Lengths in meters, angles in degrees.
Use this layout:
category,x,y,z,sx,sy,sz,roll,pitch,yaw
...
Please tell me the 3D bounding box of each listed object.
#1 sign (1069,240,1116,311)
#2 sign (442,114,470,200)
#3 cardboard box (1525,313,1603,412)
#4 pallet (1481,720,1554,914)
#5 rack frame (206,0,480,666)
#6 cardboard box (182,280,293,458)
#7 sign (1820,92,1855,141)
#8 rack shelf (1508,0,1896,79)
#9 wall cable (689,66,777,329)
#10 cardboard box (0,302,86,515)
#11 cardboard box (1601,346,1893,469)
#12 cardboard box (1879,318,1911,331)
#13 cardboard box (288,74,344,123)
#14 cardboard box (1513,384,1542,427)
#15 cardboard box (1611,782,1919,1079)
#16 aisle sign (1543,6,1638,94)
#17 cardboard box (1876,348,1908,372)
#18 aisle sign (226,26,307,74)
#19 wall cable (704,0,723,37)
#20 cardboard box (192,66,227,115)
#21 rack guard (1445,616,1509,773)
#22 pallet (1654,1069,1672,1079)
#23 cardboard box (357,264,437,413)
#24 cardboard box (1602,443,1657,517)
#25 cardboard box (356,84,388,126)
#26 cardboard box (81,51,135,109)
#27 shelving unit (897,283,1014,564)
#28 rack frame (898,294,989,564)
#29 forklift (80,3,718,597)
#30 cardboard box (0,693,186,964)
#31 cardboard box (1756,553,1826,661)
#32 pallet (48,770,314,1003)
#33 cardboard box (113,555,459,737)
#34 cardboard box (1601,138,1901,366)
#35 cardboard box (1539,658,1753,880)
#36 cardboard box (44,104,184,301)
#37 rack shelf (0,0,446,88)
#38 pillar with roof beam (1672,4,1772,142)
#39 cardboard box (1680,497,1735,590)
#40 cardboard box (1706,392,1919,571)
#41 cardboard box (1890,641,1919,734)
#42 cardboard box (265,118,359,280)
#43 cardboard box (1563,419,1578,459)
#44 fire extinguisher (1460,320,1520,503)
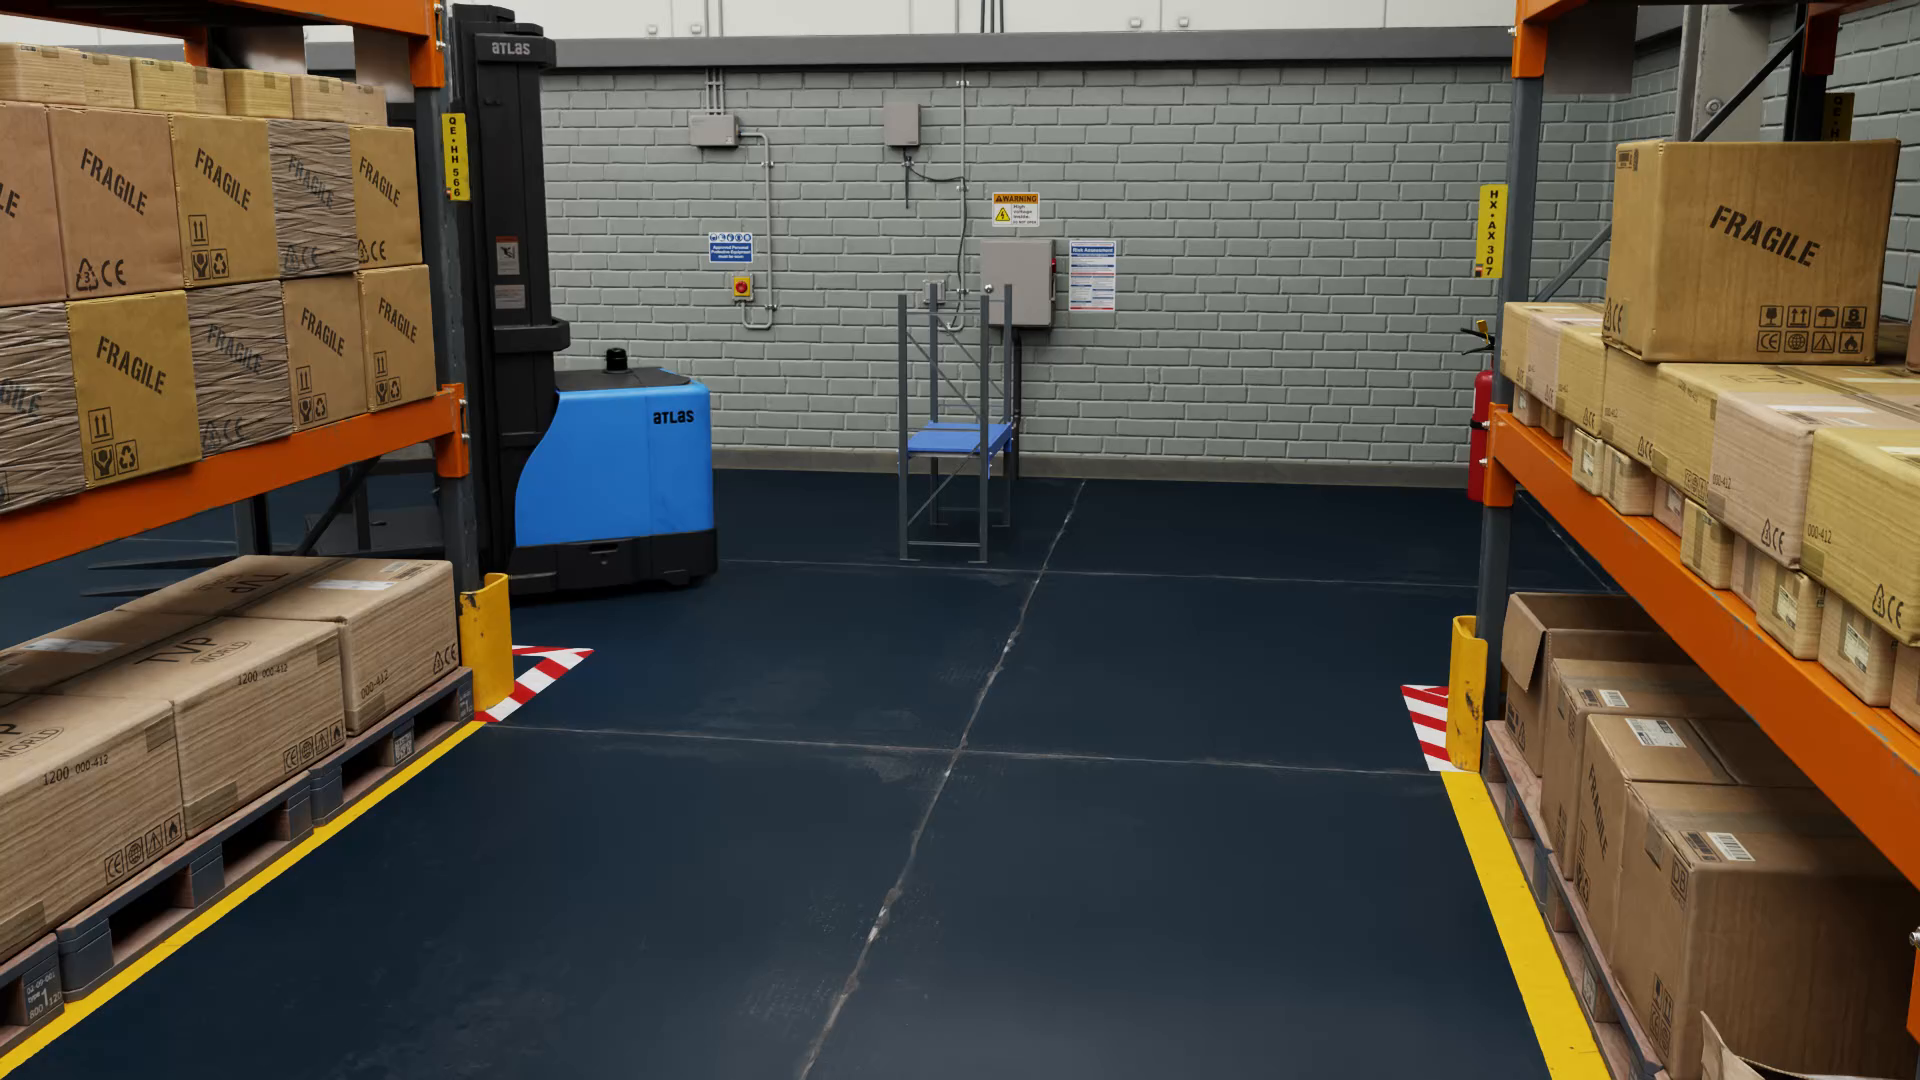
category,x,y,z,sx,sy,sz,roll,pitch,yaw
sign,0.937,-1.871,11.782,0.329,0.494,0.001,2,12,9
sign,-1.946,-1.476,6.411,0.100,0.325,0.005,2,12,9
cardboard box,2.012,-0.536,5.010,0.500,0.250,0.500,2,12,9
pallet,2.292,0.891,5.361,1.003,0.211,1.213,2,12,9
rack frame,-2.480,-0.815,6.653,1.000,3.000,0.127,2,12,9
cardboard box,-2.454,-0.543,5.156,0.500,0.500,0.500,2,12,10
sign,2.970,-1.353,5.652,0.100,0.325,0.005,2,12,9
rack shelf,2.117,-1.353,3.738,1.077,0.370,4.000,2,12,9
wall cable,-1.636,-2.501,11.993,0.585,1.953,0.123,2,12,9
cardboard box,-2.600,-0.328,4.158,0.500,0.500,0.500,2,12,9
cardboard box,1.879,-0.323,4.023,0.500,0.250,0.500,2,12,7
cardboard box,2.536,-0.515,4.913,0.500,0.250,0.500,2,12,9
cardboard box,-2.309,-1.478,5.581,0.380,0.149,0.250,2,12,8
cardboard box,2.103,-0.472,5.661,0.380,0.149,0.250,2,12,8
cardboard box,1.908,0.879,3.730,0.700,0.500,0.500,1,12,7
aisle sign,2.145,-1.949,5.747,0.394,0.787,0.004,2,12,9
cardboard box,2.375,-0.303,3.930,0.500,0.250,0.500,2,12,9
aisle sign,-2.756,-2.110,6.492,0.394,0.787,0.004,2,12,9
wall cable,-1.884,-4.940,11.558,0.463,3.000,0.029,2,12,9
cardboard box,-2.499,-1.375,5.102,0.380,0.149,0.250,2,12,8
rack guard,2.413,0.583,6.100,1.175,0.500,0.348,2,12,9
pallet,1.916,1.398,3.004,1.003,0.211,1.213,2,12,9
cardboard box,-2.293,-0.754,6.137,0.500,0.500,0.500,2,12,9
cardboard box,1.836,-0.150,4.166,0.380,0.149,0.250,2,12,10
cardboard box,-2.337,-1.588,6.092,0.380,0.149,0.250,2,12,9
cardboard box,-2.538,-1.267,4.601,0.380,0.149,0.250,2,12,10
shelving unit,-0.013,-0.715,9.753,0.538,1.500,1.048,2,12,9
rack frame,-0.091,-0.610,9.262,0.500,1.500,0.032,2,12,9
forklift,-2.855,-1.154,8.390,3.031,2.935,1.130,-5,13,-24
cardboard box,-2.756,0.752,4.470,0.875,0.438,0.875,2,12,7
cardboard box,1.644,0.117,2.929,0.380,0.149,0.250,2,12,10
pallet,-2.716,0.971,4.988,1.003,0.211,1.213,2,12,9
cardboard box,-2.483,0.373,6.226,0.875,0.438,0.875,1,12,7
cardboard box,1.859,-0.695,3.969,0.500,0.500,0.500,2,12,10
cardboard box,2.067,0.663,4.733,0.700,0.500,0.500,2,12,11
cardboard box,-2.529,-0.927,4.564,0.500,0.500,0.500,2,12,8
rack shelf,-2.788,-1.513,4.481,1.077,0.370,4.000,2,12,9
pillar with roof beam,-0.523,-4.259,8.395,9.100,9.000,0.400,2,12,9
cardboard box,1.723,0.009,3.429,0.380,0.149,0.250,2,12,8
cardboard box,1.710,-0.113,3.046,0.500,0.250,0.500,2,12,9
cardboard box,1.609,0.226,2.419,0.380,0.149,0.250,2,12,9
cardboard box,-2.370,-1.134,5.527,0.500,0.500,0.500,2,12,9
cardboard box,2.004,-0.311,4.914,0.380,0.149,0.250,2,12,10
fire extinguisher,1.991,-0.480,6.169,0.296,0.674,0.183,2,12,9
